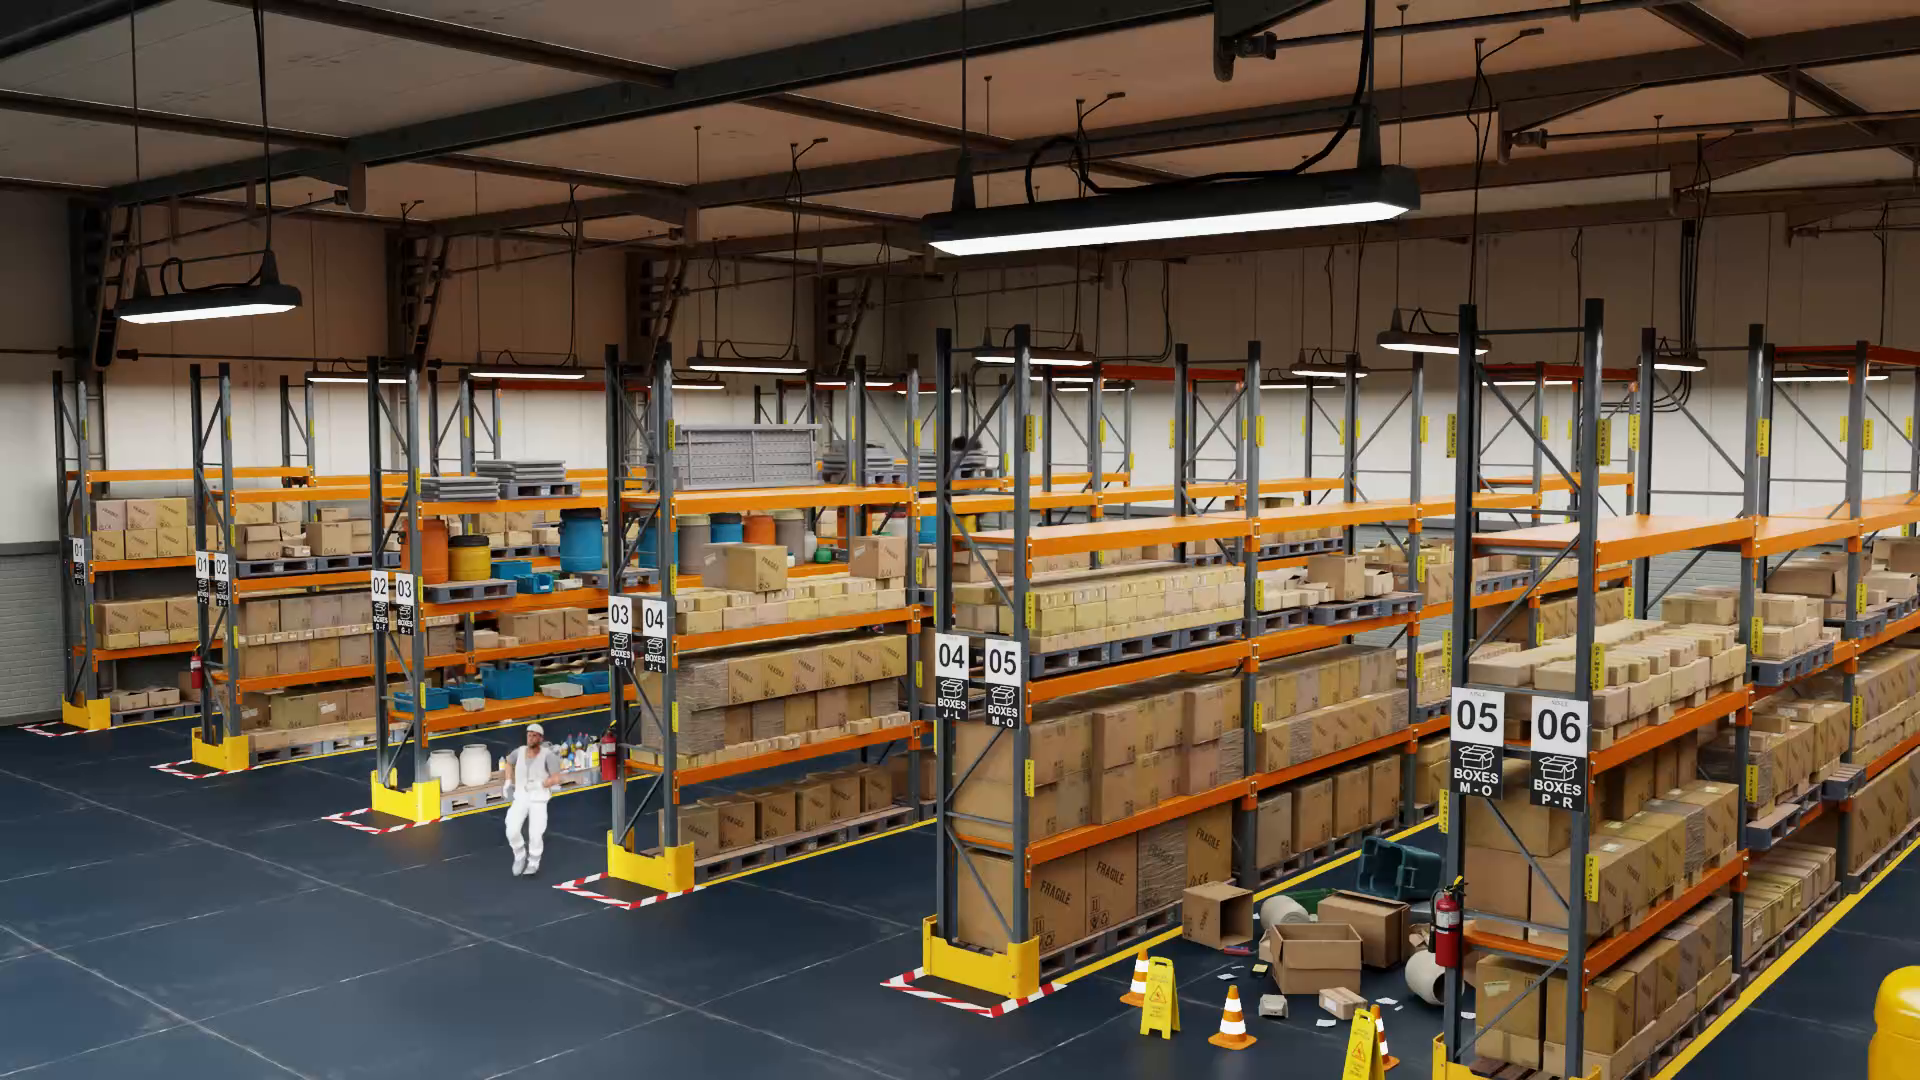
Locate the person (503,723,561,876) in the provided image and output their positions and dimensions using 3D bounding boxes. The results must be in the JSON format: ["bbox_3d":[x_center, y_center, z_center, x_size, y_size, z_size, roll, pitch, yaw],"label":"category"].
[{"bbox_3d":[-4.830,2.930,18.717,0.673,1.733,0.611,0,4,-2],"label":"person"}]

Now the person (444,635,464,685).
[{"bbox_3d":[-8.918,2.242,29.676,0.584,1.659,0.884,4,5,41],"label":"person"}]

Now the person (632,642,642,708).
[{"bbox_3d":[-5.280,2.360,26.975,0.592,1.730,0.818,2,5,29],"label":"person"}]
